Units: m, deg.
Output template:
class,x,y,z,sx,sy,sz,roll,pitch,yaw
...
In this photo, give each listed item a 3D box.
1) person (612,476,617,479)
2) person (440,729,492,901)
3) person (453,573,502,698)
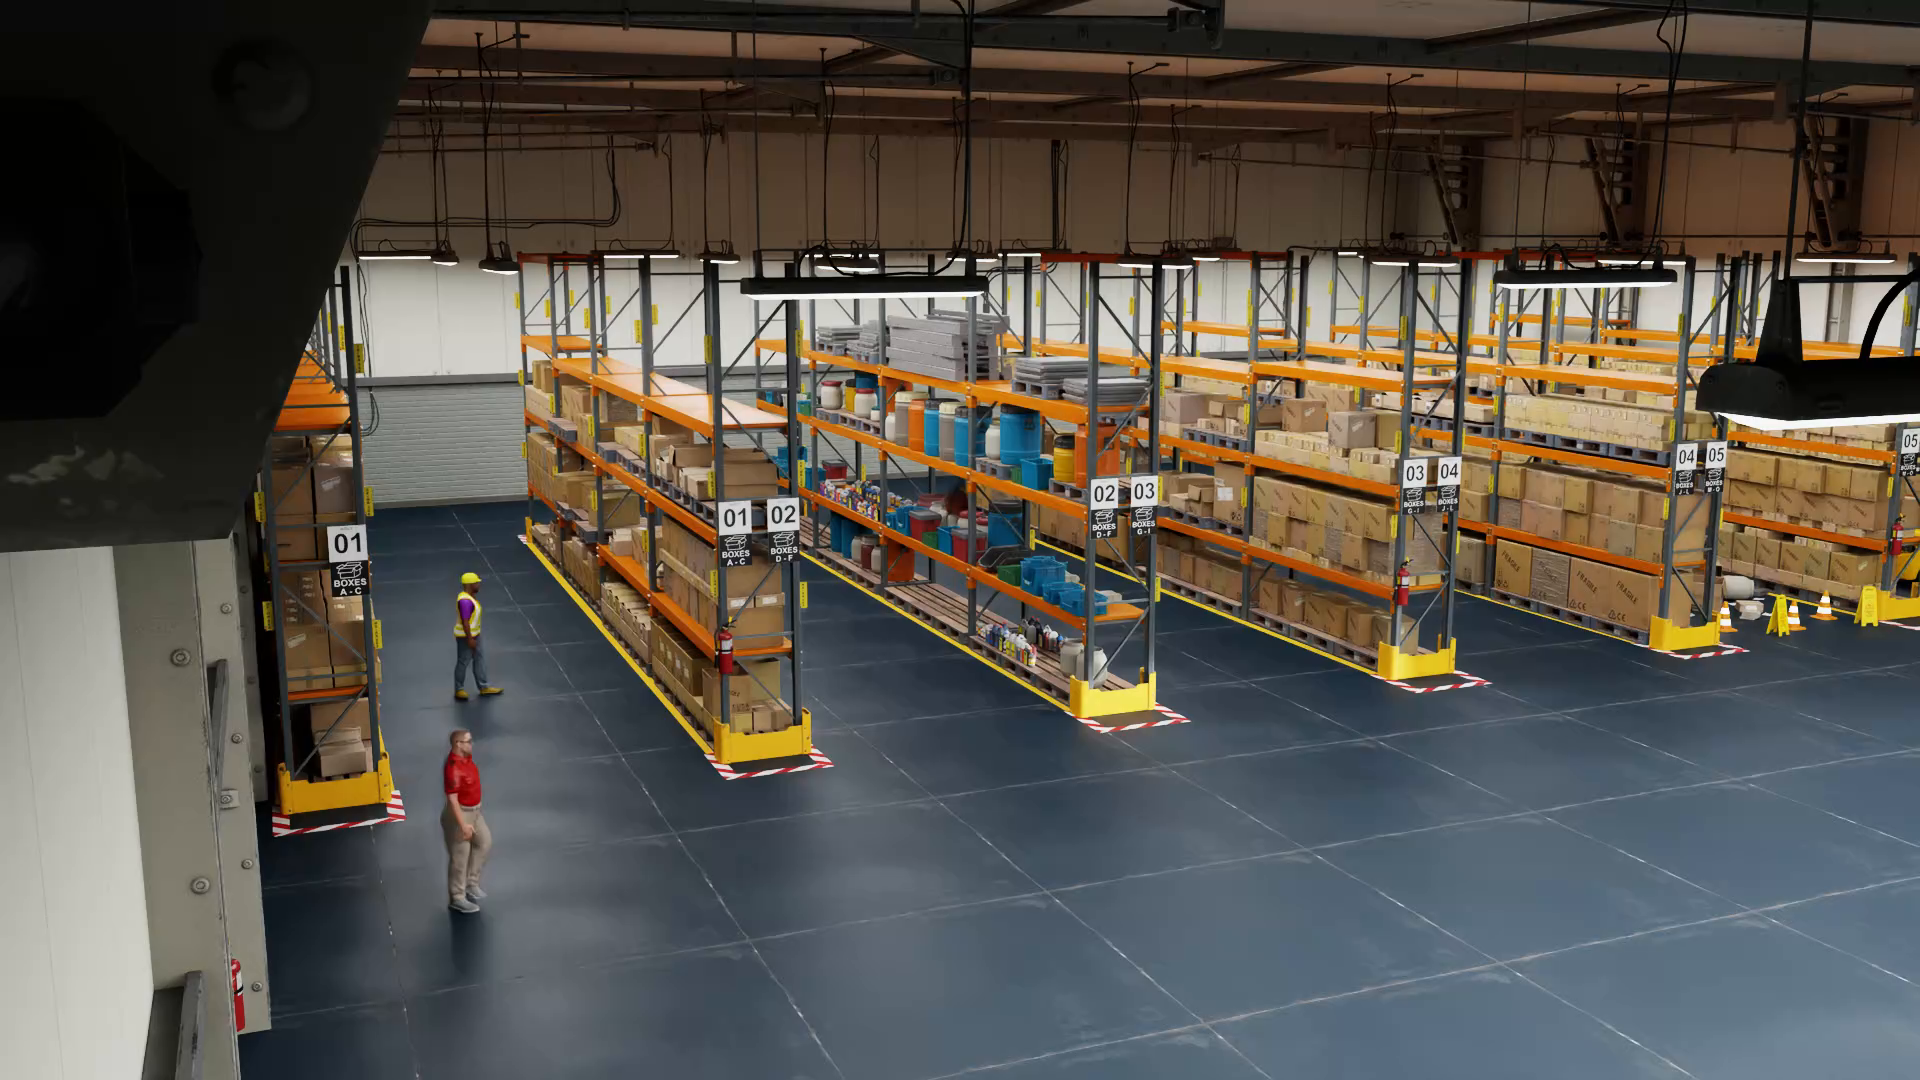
class,x,y,z,sx,sy,sz,roll,pitch,yaw
person,-7.641,-1.069,36.356,0.485,1.630,0.955,-9,14,-41
person,-4.723,2.611,15.805,0.393,1.660,0.602,0,10,0
person,-6.746,1.322,22.963,0.602,1.762,0.605,1,10,7
